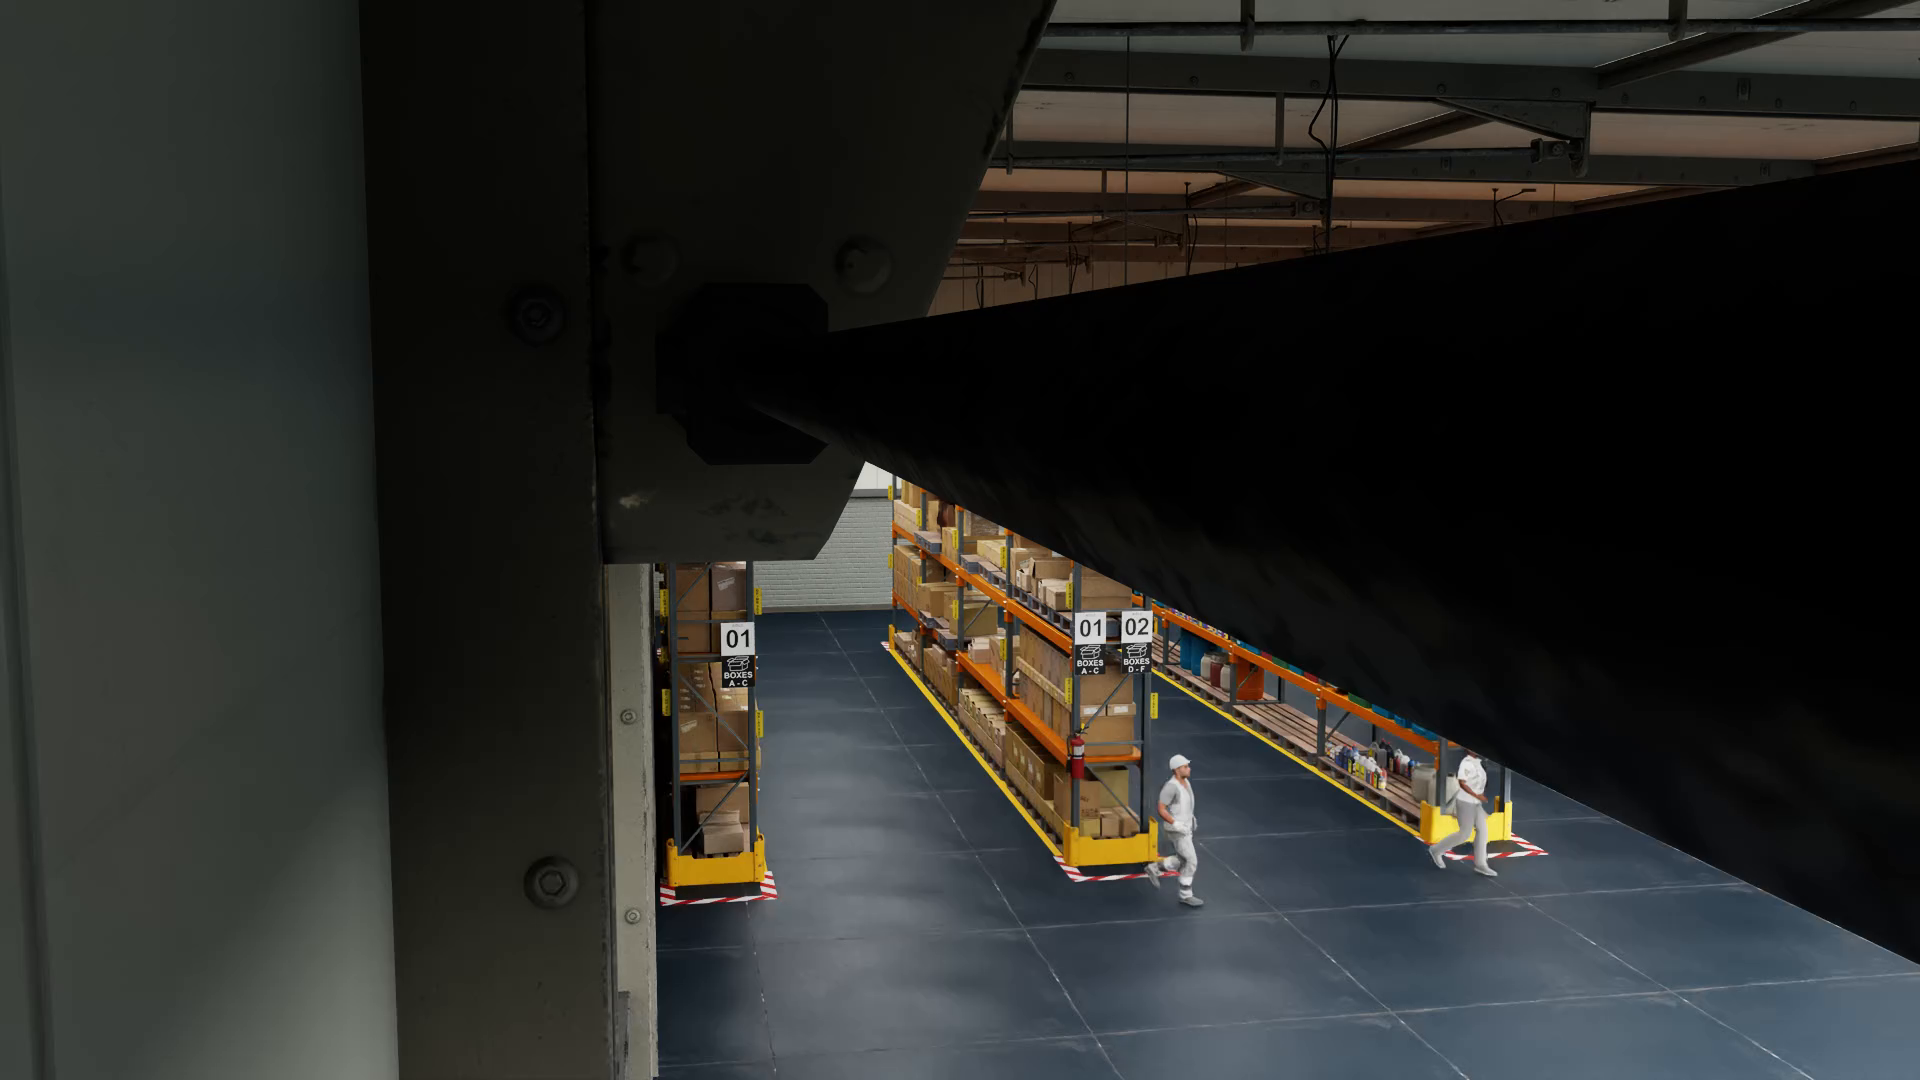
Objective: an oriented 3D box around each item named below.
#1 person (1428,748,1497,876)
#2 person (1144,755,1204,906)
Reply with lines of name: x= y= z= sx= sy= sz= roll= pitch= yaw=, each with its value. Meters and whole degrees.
person: x=6.324 y=3.268 z=20.672 sx=0.831 sy=1.667 sz=0.664 roll=4 pitch=7 yaw=30
person: x=2.498 y=3.366 z=19.431 sx=0.756 sy=1.749 sz=0.675 roll=3 pitch=7 yaw=26
